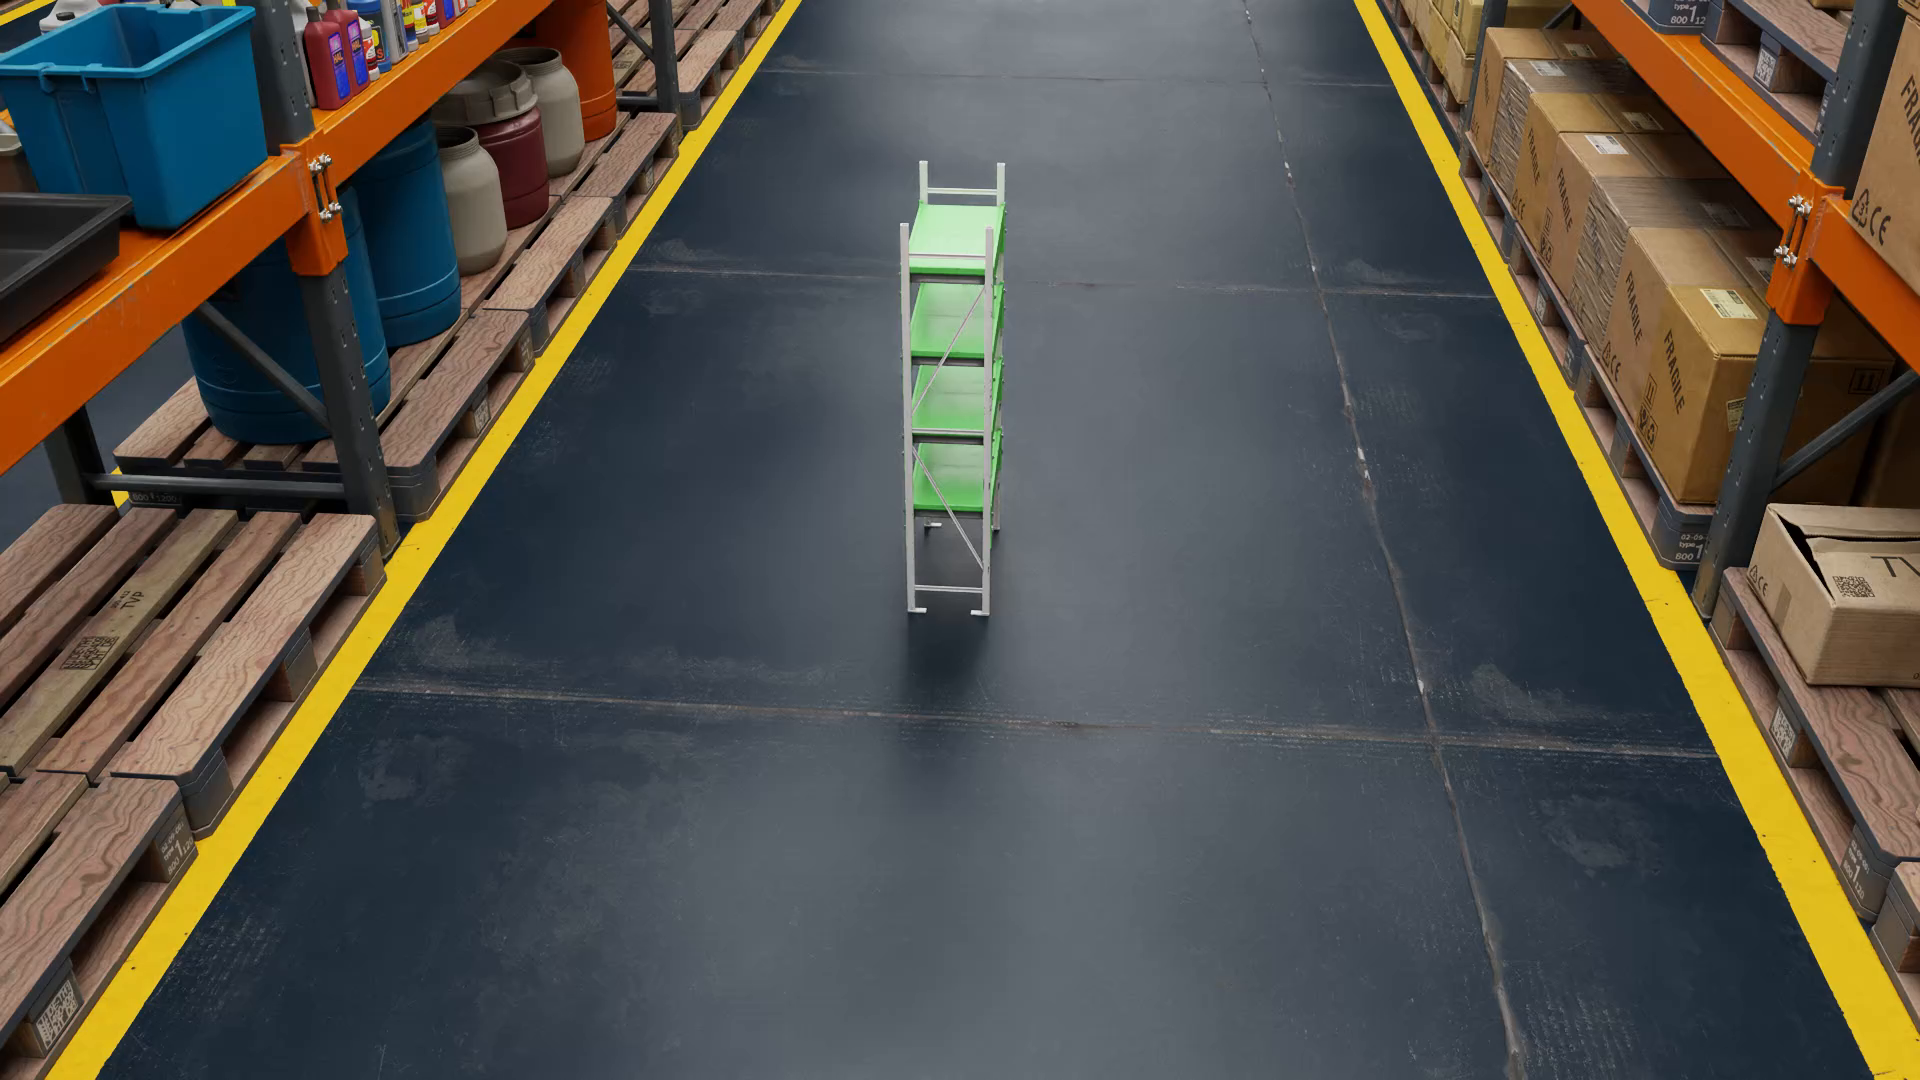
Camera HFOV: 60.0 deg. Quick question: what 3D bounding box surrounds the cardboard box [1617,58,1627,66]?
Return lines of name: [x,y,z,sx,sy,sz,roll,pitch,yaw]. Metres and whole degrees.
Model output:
cardboard box: [3.334,-2.410,8.522,0.500,0.250,0.500,2,32,4]

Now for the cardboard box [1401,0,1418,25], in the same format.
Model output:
cardboard box: [2.919,-3.236,9.862,0.500,0.250,0.500,3,32,5]

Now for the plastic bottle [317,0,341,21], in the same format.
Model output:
plastic bottle: [-1.943,-1.590,5.161,0.097,0.201,0.097,0,32,0]

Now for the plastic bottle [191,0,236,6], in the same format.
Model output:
plastic bottle: [-2.372,-1.730,5.245,0.144,0.351,0.185,2,32,4]

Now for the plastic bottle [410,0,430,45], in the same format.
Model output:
plastic bottle: [-1.772,-1.705,5.347,0.097,0.201,0.097,0,32,0]

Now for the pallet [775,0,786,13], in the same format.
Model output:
pallet: [-1.638,-3.846,11.290,1.003,0.211,1.213,2,32,4]

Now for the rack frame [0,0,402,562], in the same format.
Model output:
rack frame: [-2.264,-1.262,4.439,1.000,3.000,0.127,2,32,4]

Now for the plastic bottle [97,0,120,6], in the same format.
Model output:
plastic bottle: [-2.581,-1.556,5.026,0.061,0.283,0.133,2,32,4]

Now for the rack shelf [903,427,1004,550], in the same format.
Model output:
rack shelf: [-0.013,-0.166,4.954,0.258,0.148,0.480,2,32,4]

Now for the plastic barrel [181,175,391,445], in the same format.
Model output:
plastic barrel: [-2.203,-0.832,5.340,0.600,0.901,0.708,2,32,4]

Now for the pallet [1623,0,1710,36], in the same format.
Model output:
pallet: [2.845,-2.042,5.887,1.003,0.211,1.213,2,32,4]

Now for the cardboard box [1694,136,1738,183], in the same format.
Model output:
cardboard box: [3.077,-1.219,6.333,0.500,0.500,0.500,1,32,2]

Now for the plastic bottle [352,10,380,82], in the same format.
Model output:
plastic bottle: [-1.807,-1.482,4.985,0.097,0.201,0.097,0,32,0]

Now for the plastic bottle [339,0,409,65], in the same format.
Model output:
plastic bottle: [-1.817,-1.627,5.149,0.152,0.276,0.135,2,32,4]

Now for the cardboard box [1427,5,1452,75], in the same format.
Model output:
cardboard box: [2.836,-2.704,8.999,0.500,0.250,0.500,2,32,3]

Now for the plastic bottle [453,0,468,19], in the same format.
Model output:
plastic bottle: [-1.771,-1.919,5.624,0.152,0.276,0.135,2,32,4]

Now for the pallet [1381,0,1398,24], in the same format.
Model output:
pallet: [3.303,-3.658,10.984,1.003,0.211,1.213,2,32,4]

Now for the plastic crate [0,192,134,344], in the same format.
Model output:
plastic crate: [-2.087,-0.574,3.527,0.437,0.125,0.590,2,32,4]

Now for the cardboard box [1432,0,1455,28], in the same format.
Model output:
cardboard box: [2.831,-2.944,8.854,0.500,0.311,0.500,2,32,3]

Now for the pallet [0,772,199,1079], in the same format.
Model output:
pallet: [-2.382,0.951,3.506,1.003,0.211,1.213,2,32,4]

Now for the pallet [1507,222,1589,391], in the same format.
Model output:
pallet: [2.798,-0.928,6.555,1.003,0.211,1.213,2,32,4]

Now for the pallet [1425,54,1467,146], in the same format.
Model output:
pallet: [3.104,-2.382,8.914,1.003,0.211,1.213,2,32,4]

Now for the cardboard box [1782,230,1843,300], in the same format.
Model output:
cardboard box: [2.987,-0.694,5.480,0.500,0.500,0.500,3,32,5]

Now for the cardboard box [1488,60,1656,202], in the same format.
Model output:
cardboard box: [2.639,-1.764,7.216,0.500,0.500,0.500,1,32,2]

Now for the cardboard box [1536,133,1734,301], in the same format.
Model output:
cardboard box: [2.556,-1.229,6.348,0.500,0.500,0.500,1,32,2]

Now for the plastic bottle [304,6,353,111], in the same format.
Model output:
plastic bottle: [-1.809,-1.386,4.751,0.061,0.283,0.133,2,32,4]

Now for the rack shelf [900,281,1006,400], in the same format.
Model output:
rack shelf: [-0.013,-0.574,4.702,0.258,0.148,0.480,2,32,4]

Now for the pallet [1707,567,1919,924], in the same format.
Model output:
pallet: [2.616,0.497,4.242,1.003,0.211,1.213,2,32,4]

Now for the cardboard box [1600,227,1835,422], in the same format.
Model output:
cardboard box: [2.476,-0.700,5.491,0.500,0.500,0.500,3,32,4]

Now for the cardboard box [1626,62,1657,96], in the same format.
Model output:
cardboard box: [3.156,-1.764,7.217,0.500,0.500,0.500,4,32,6]

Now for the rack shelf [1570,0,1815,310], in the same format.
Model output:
rack shelf: [2.835,-1.788,5.979,1.077,0.370,4.000,2,32,4]

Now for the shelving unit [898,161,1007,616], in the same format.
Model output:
shelving unit: [-0.013,-0.424,4.795,0.258,1.200,0.503,2,32,4]

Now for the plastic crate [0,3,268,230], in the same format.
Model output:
plastic crate: [-1.962,-1.022,4.008,0.392,0.384,0.575,2,32,4]

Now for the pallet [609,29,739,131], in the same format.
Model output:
pallet: [-1.837,-2.570,9.220,1.003,0.211,1.213,2,32,4]

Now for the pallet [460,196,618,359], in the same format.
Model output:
pallet: [-2.063,-1.117,6.861,1.003,0.211,1.213,2,32,4]

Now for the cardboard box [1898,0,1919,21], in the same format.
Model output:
cardboard box: [2.354,-1.283,3.424,0.500,0.500,0.500,3,32,5]

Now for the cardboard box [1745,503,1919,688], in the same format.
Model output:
cardboard box: [2.423,0.119,4.342,0.500,0.311,0.500,2,32,4]

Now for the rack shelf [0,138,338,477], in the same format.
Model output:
rack shelf: [-2.427,0.090,2.931,1.077,0.370,4.000,2,32,4]

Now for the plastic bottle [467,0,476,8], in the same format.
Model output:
plastic bottle: [-1.734,-1.947,5.740,0.097,0.201,0.097,0,32,0]

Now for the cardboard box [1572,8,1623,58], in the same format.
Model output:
cardboard box: [3.334,-2.649,8.375,0.500,0.311,0.500,3,32,6]

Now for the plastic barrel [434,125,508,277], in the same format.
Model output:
plastic barrel: [-2.010,-1.327,6.516,0.421,0.512,0.421,0,32,0]

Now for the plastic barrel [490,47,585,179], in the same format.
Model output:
plastic barrel: [-1.918,-1.918,7.474,0.421,0.512,0.421,0,32,0]

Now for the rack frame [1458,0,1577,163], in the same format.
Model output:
rack frame: [2.998,-3.140,7.487,1.000,3.000,0.127,2,32,4]

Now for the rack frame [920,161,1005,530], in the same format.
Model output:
rack frame: [0.006,-0.552,5.002,0.240,1.200,0.015,2,32,4]
